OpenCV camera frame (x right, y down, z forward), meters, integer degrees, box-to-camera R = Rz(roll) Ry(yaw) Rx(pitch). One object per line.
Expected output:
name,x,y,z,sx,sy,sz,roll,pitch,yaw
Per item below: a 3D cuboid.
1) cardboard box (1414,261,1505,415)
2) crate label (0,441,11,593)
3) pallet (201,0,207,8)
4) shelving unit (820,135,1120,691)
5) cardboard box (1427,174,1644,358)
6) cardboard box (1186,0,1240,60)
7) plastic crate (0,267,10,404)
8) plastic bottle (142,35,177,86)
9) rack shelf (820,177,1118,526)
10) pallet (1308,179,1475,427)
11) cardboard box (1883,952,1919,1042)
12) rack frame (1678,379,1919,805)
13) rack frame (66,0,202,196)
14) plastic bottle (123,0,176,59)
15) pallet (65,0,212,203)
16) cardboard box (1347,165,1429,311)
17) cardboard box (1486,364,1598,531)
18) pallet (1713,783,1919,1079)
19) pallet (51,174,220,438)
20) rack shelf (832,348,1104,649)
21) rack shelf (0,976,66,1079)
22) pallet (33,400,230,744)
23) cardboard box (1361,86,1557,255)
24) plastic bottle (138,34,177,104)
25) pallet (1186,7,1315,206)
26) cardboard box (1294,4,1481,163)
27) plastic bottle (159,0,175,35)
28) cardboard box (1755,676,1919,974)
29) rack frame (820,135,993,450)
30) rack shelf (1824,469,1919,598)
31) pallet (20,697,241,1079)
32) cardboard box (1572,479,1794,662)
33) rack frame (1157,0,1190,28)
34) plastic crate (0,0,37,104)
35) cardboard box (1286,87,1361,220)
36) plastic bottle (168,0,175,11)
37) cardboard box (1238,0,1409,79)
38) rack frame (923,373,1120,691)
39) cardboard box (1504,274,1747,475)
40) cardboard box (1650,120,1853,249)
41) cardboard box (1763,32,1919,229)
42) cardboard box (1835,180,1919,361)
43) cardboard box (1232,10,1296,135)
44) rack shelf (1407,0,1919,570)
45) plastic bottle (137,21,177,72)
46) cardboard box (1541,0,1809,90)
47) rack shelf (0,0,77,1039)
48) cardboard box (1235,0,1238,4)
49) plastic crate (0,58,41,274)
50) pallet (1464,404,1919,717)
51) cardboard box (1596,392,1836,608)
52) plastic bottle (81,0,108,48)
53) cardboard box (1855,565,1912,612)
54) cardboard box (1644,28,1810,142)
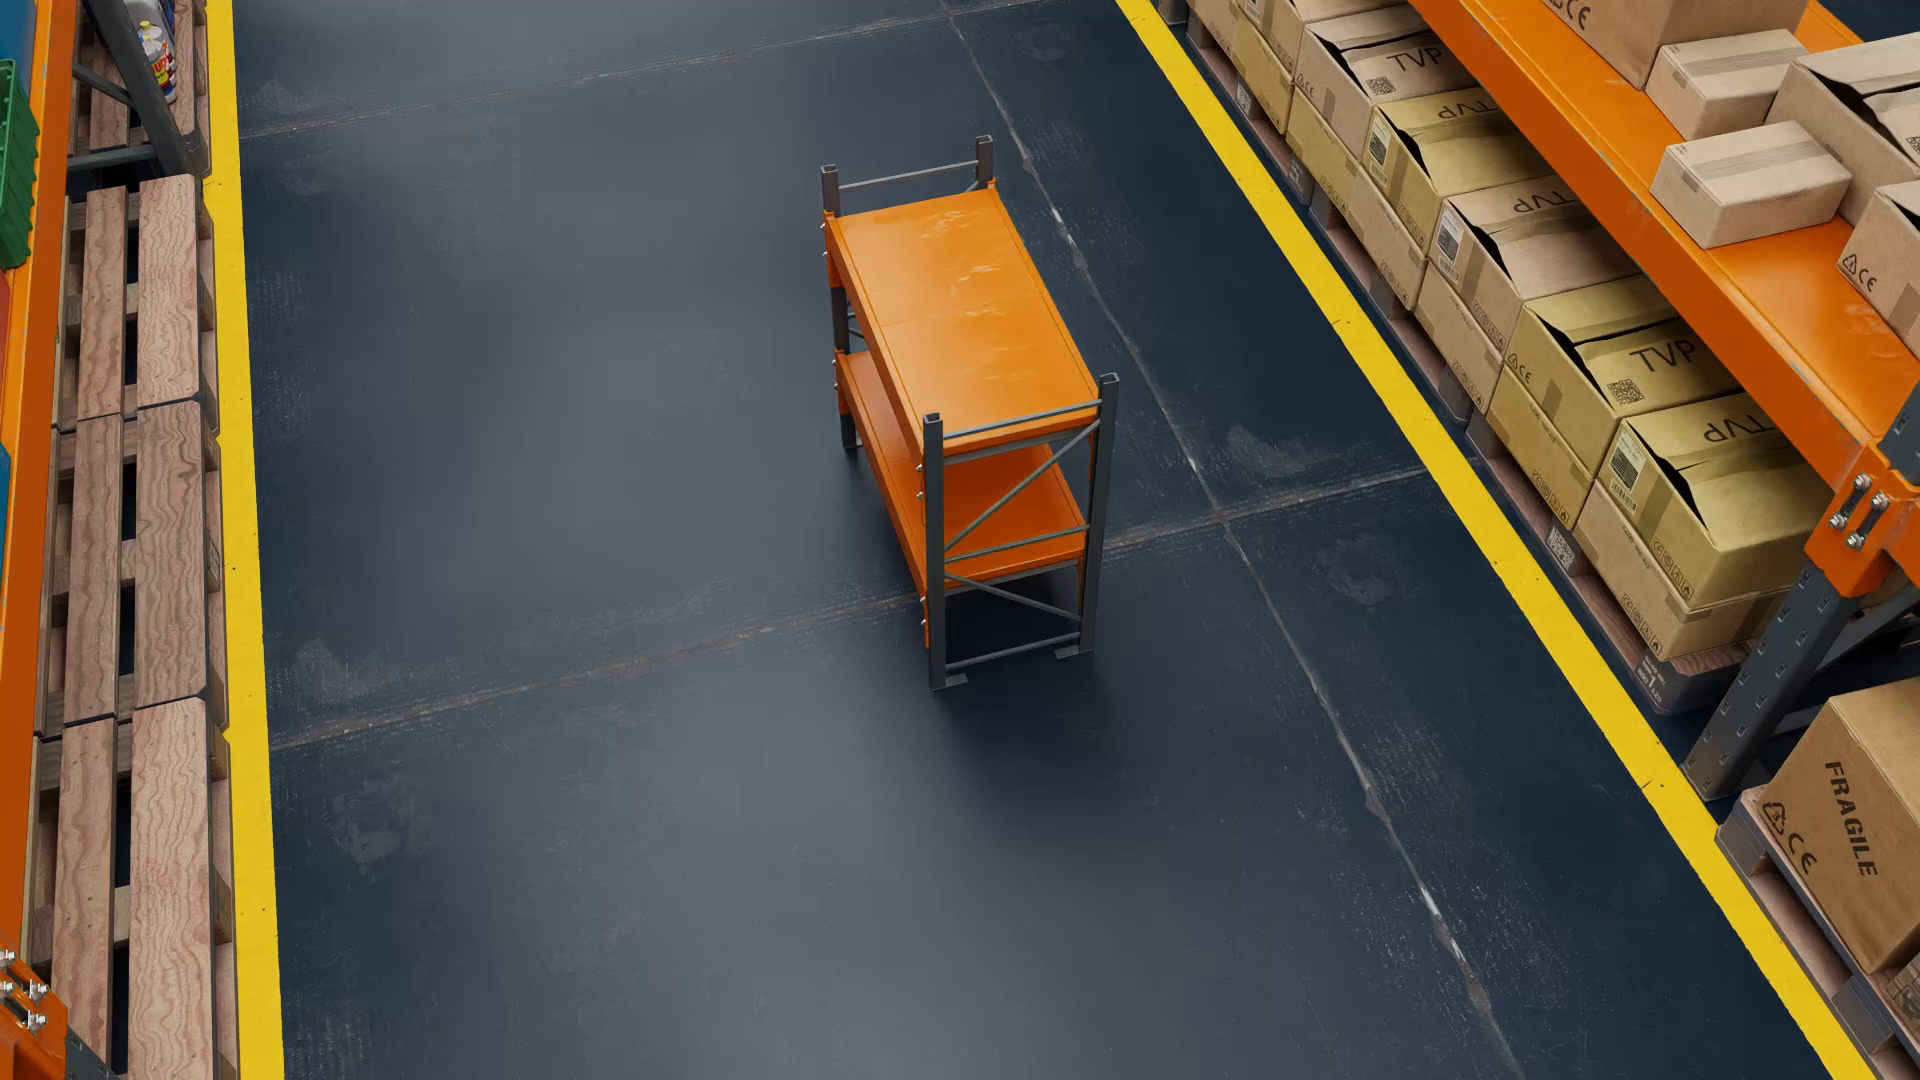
cardboard box,1.839,-0.711,5.411,0.500,0.250,0.500,-12,51,-10
crate label,-2.239,-0.070,3.324,0.502,0.435,0.616,-13,51,-11
pallet,-3.910,-2.687,7.377,1.003,0.211,1.213,-13,51,-11
shelving unit,0.002,-0.358,4.816,0.538,1.125,1.048,-13,51,-11
cardboard box,1.833,-0.893,5.198,0.500,0.311,0.500,-14,51,-11
cardboard box,1.229,-2.209,6.674,0.500,0.250,0.500,-14,51,-12
plastic crate,-2.389,-0.542,3.703,0.402,0.464,0.583,-13,51,-11
plastic bottle,-3.092,-1.839,6.381,0.097,0.201,0.097,0,50,0
rack shelf,0.002,-0.546,4.592,0.538,0.278,1.000,-13,51,-11
pallet,1.966,-0.990,5.946,1.003,0.211,1.213,-13,51,-11
cardboard box,2.551,1.053,3.748,0.500,0.500,0.500,-15,51,-12
rack frame,2.529,-0.389,3.616,1.000,3.000,0.127,-13,51,-11
rack frame,-3.386,-2.193,5.137,1.000,3.000,0.127,-13,51,-11
plastic bottle,-3.184,-2.019,6.484,0.152,0.276,0.135,-12,51,-10
pallet,-3.545,-1.795,6.625,1.003,0.211,1.213,-13,51,-11
cardboard box,1.684,-1.086,5.727,0.500,0.250,0.500,-12,51,-10
cardboard box,1.985,-0.343,5.101,0.500,0.250,0.500,-14,51,-11
pallet,2.714,1.064,4.215,1.003,0.211,1.213,-13,51,-11
pallet,-3.117,-0.730,5.727,1.003,0.211,1.213,-13,51,-11
rack shelf,0.002,-0.200,5.003,0.538,0.278,1.000,-13,51,-11
rack shelf,-1.612,2.421,1.718,1.077,0.370,4.000,-13,51,-11
pallet,-2.753,0.163,4.975,1.003,0.211,1.213,-13,51,-11
cardboard box,1.687,-1.260,5.507,0.500,0.311,0.500,-12,51,-10
plastic bottle,-3.062,-1.788,6.292,0.097,0.271,0.097,0,50,0
pallet,1.602,-1.883,6.699,1.003,0.211,1.213,-13,51,-11
cardboard box,1.528,-1.638,5.826,0.500,0.311,0.500,-15,51,-12
plastic bottle,-3.229,-2.165,6.558,0.144,0.351,0.185,-12,51,-10
cardboard box,2.391,0.672,4.069,0.500,0.500,0.500,-11,51,-9
rack frame,-0.148,-0.729,5.129,0.500,1.125,0.032,-13,51,-11
rack shelf,3.121,1.303,2.660,1.077,0.370,4.000,-13,51,-11
pallet,-2.396,1.052,4.225,1.003,0.211,1.213,-13,51,-11
cardboard box,2.141,0.033,4.784,0.500,0.250,0.500,-12,51,-10
rack frame,1.347,-3.311,6.079,1.000,3.000,0.127,-13,51,-11
plastic crate,-2.763,-1.453,4.523,0.392,0.384,0.575,-13,51,-11
cardboard box,1.535,-1.458,6.041,0.500,0.250,0.500,-15,51,-12
plastic bottle,-3.285,-2.303,6.674,0.144,0.351,0.185,-15,52,-13
cardboard box,1.374,-2.015,6.144,0.500,0.311,0.500,-14,51,-11
rack frame,0.152,0.014,4.503,0.500,1.125,0.032,-13,51,-11
cardboard box,1.979,-0.524,4.887,0.500,0.311,0.500,-14,51,-12
cardboard box,1.999,-0.903,4.213,0.380,0.149,0.250,-13,51,-11
cardboard box,2.450,-1.057,4.238,0.500,0.311,0.500,-14,51,-11
cardboard box,2.464,-0.636,3.882,0.500,0.311,0.500,-10,51,-9
cardboard box,1.379,-1.835,6.359,0.500,0.250,0.500,-12,51,-10
rack shelf,1.938,-1.618,5.123,1.077,0.370,4.000,-13,51,-11
plastic bottle,-3.122,-1.914,6.444,0.097,0.201,0.097,0,50,0
cardboard box,2.018,-1.643,4.608,0.500,0.500,0.500,-16,52,-13
rack shelf,-2.795,-0.501,4.181,1.077,0.370,4.000,-13,51,-11
cardboard box,1.231,-2.382,6.453,0.500,0.311,0.500,-13,51,-11
plastic crate,-2.602,-0.917,4.200,0.450,0.188,0.662,-13,51,-11
pallet,2.323,-0.100,5.197,1.003,0.211,1.213,-13,51,-11
cardboard box,2.139,-0.146,4.568,0.500,0.311,0.500,-12,51,-10
plastic bottle,-3.366,-2.132,6.530,0.144,0.351,0.185,-13,51,-11
cardboard box,2.655,-0.087,4.885,0.500,0.250,0.500,-13,51,-11
cardboard box,2.098,-1.227,4.487,0.380,0.149,0.250,-10,51,-8
